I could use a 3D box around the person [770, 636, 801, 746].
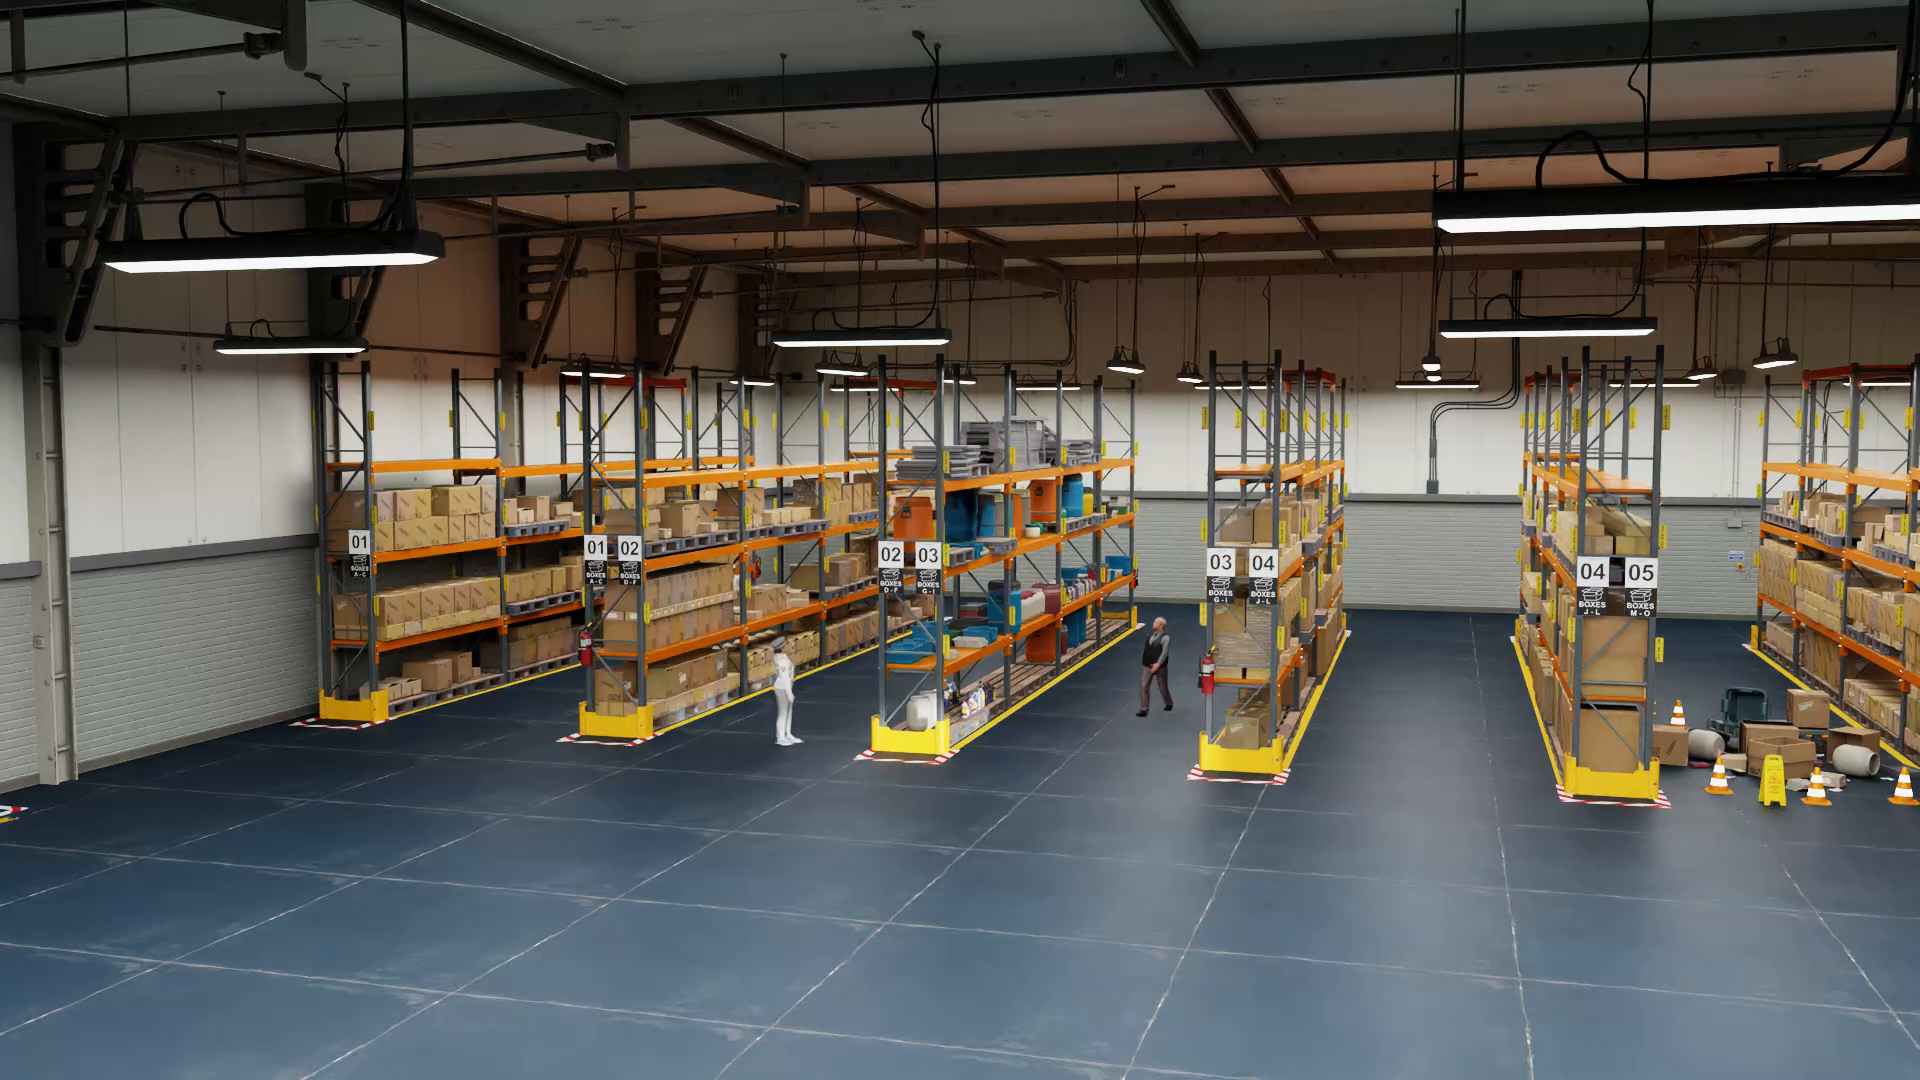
[{"bbox_3d":[-2.711,2.328,25.764,0.441,1.700,0.549,0,4,2],"label":"person"}]

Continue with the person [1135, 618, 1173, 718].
[{"bbox_3d":[3.316,2.148,28.185,0.524,1.660,0.991,2,5,29],"label":"person"}]

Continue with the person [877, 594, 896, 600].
[{"bbox_3d":[-1.923,1.017,43.635,0.732,1.818,0.829,1,4,19],"label":"person"}]

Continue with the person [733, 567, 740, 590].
[{"bbox_3d":[-5.343,1.406,38.381,0.693,1.756,0.983,1,4,17],"label":"person"}]
